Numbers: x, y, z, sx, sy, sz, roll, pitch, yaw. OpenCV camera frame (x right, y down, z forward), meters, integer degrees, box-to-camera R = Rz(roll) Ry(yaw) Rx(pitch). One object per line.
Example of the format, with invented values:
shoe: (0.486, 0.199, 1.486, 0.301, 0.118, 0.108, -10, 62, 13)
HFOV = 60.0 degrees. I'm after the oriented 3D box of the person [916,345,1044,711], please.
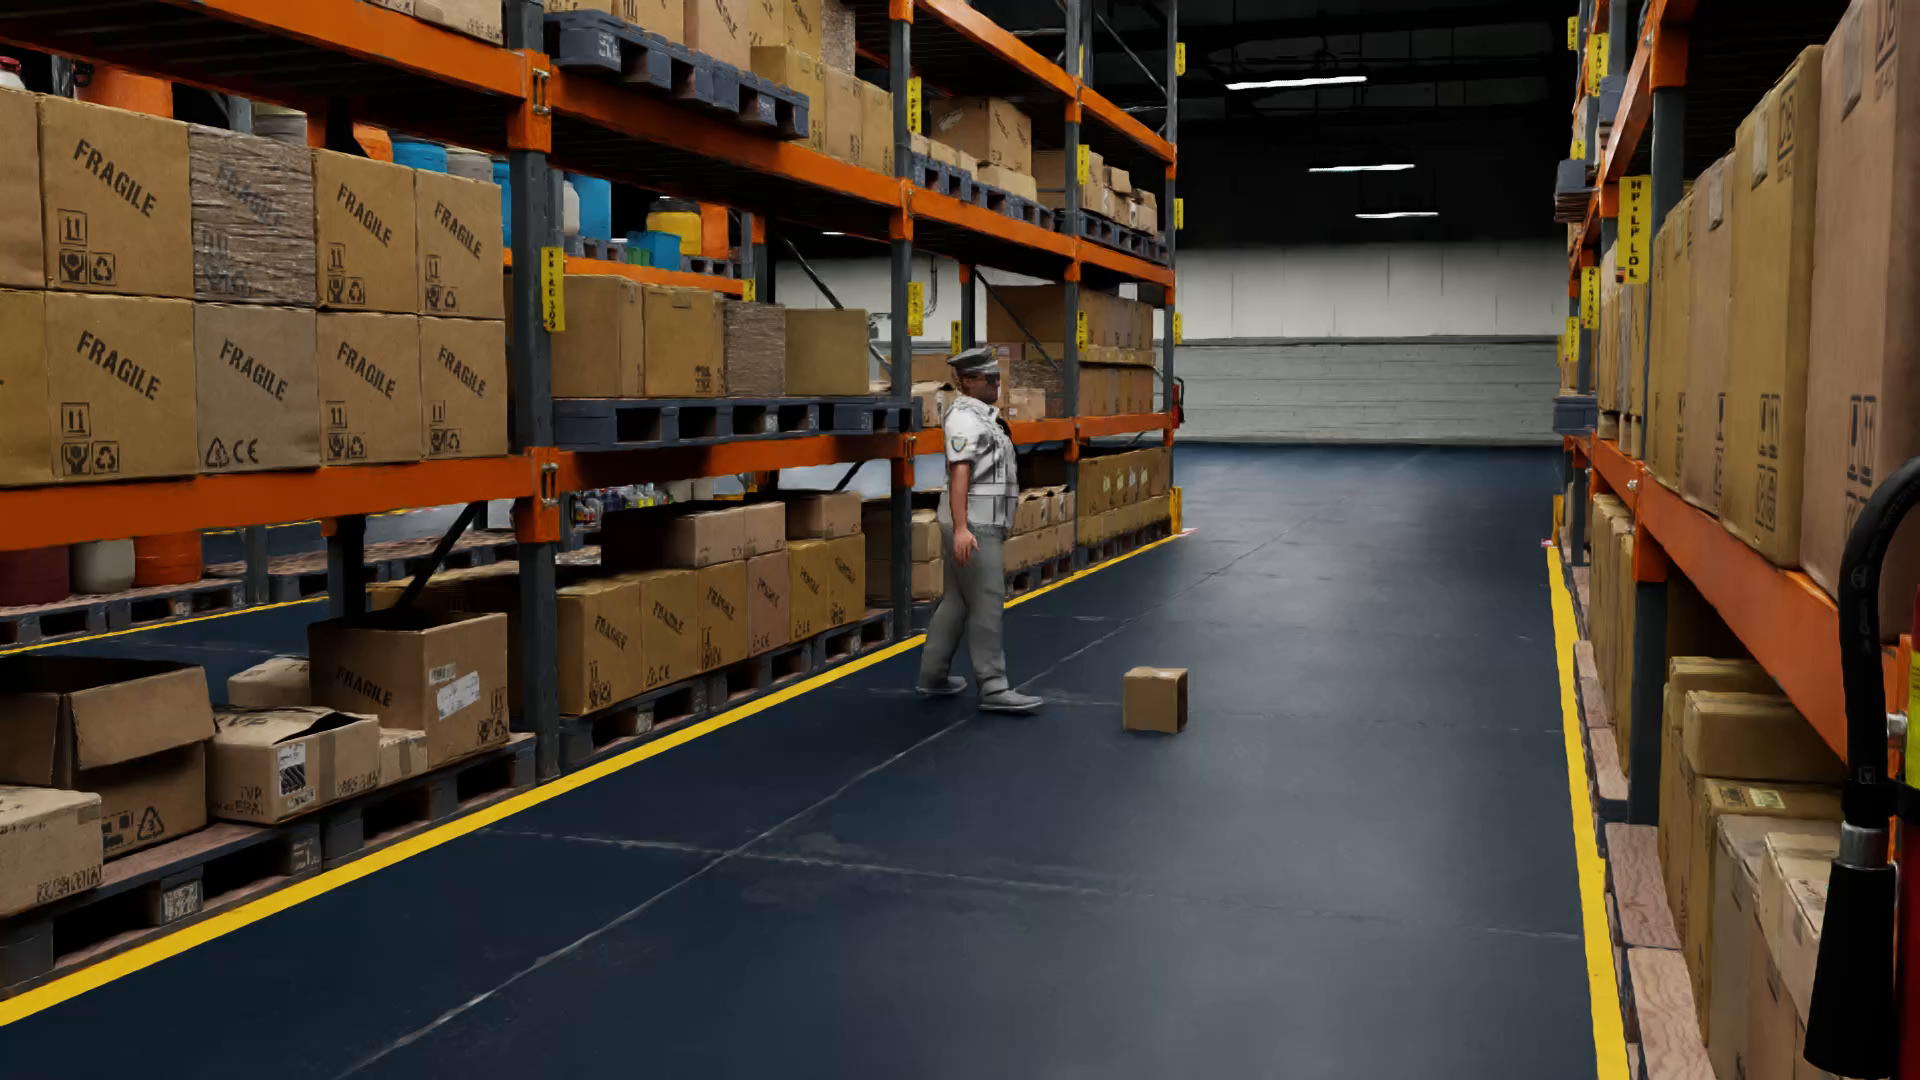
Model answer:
person: (0.089, -0.063, 8.032, 0.658, 1.747, 0.774, 1, 5, 6)
